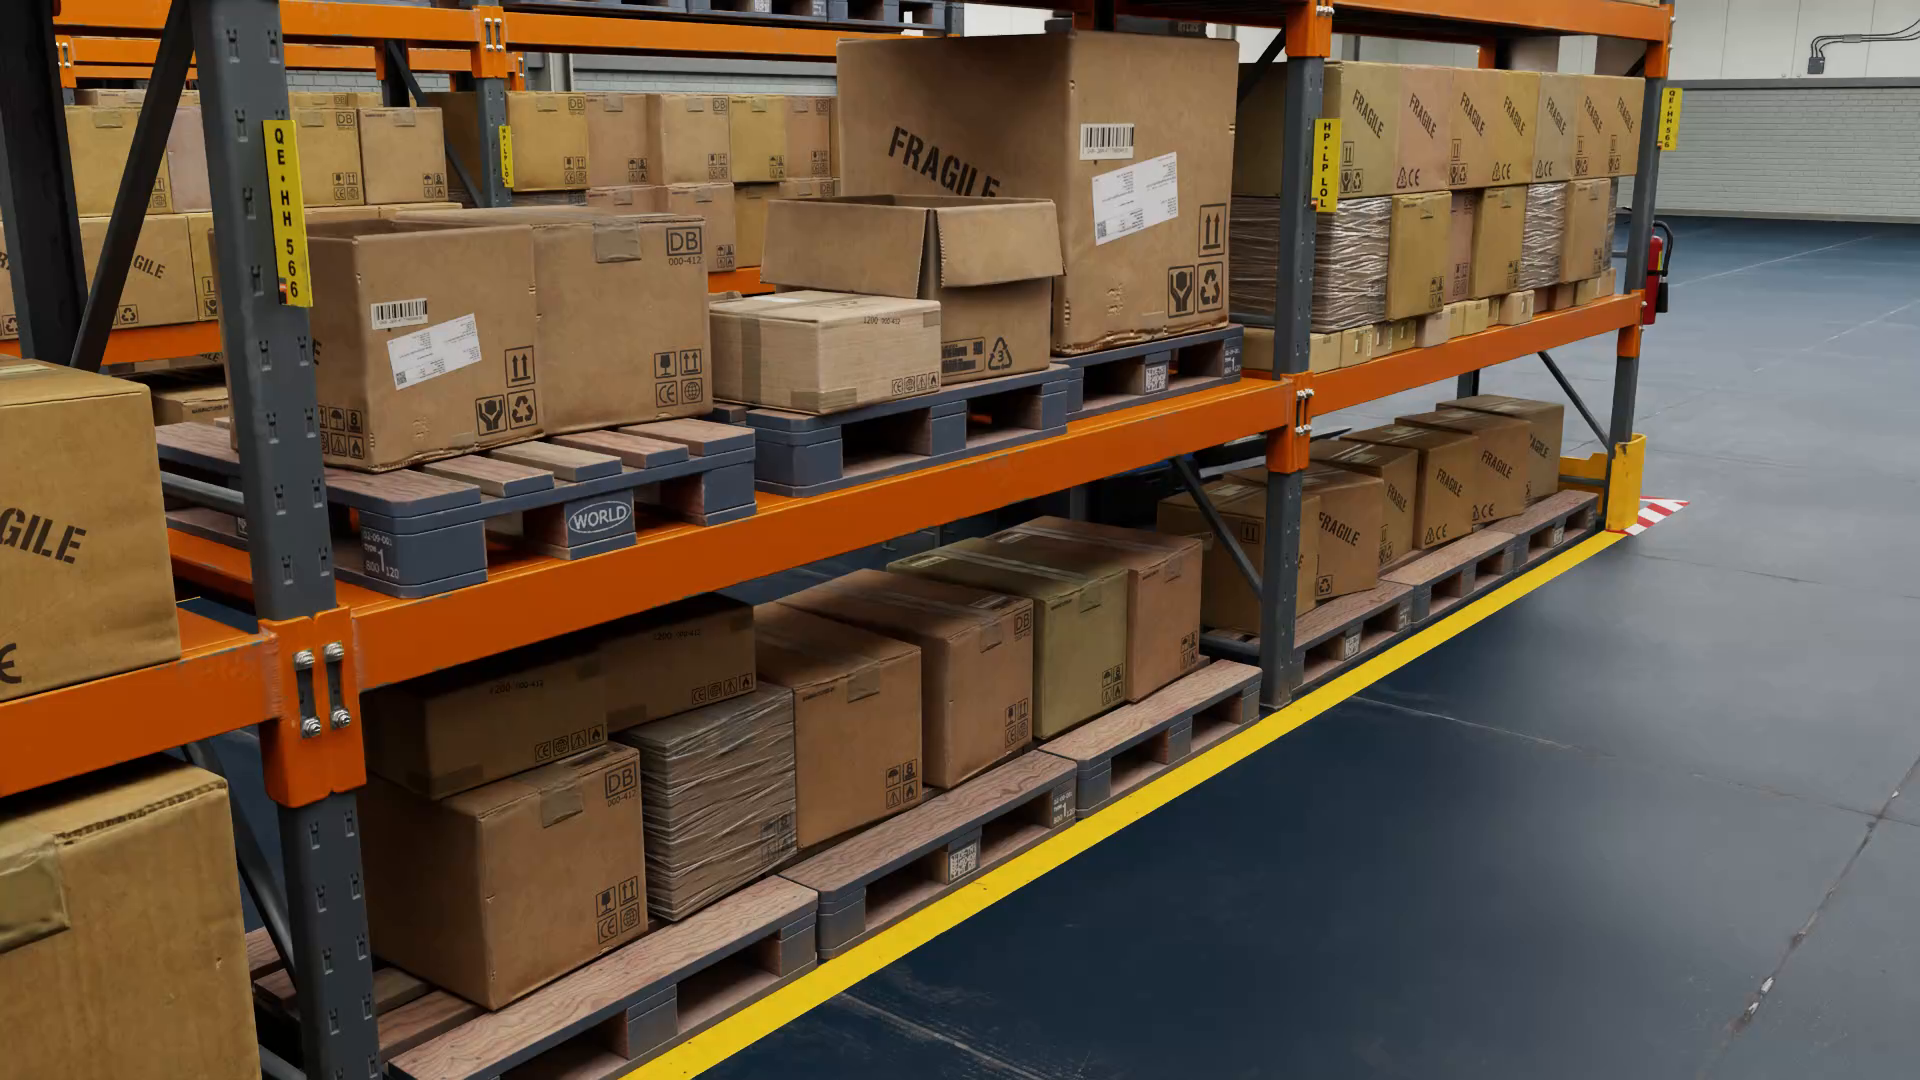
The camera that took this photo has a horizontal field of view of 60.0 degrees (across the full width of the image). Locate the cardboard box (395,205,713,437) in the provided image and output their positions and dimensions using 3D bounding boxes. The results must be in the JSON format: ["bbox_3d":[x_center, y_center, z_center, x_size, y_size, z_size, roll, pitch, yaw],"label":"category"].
[{"bbox_3d":[-1.050,-0.589,4.292,0.500,0.500,0.700,-13,19,-41],"label":"cardboard box"}]

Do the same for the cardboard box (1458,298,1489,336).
[{"bbox_3d":[2.184,-1.033,7.607,0.380,0.149,0.250,11,18,38],"label":"cardboard box"}]

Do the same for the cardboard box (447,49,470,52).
[{"bbox_3d":[-4.449,-4.338,14.525,0.380,0.149,0.250,11,18,38],"label":"cardboard box"}]

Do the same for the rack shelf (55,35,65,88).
[{"bbox_3d":[-8.083,-3.126,10.707,1.077,0.370,4.000,11,18,38],"label":"rack shelf"}]

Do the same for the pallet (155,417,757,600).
[{"bbox_3d":[-1.267,-0.165,4.069,1.213,0.211,1.003,11,18,38],"label":"pallet"}]

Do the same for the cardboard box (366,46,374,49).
[{"bbox_3d":[-4.974,-4.199,13.979,0.380,0.149,0.250,11,18,37],"label":"cardboard box"}]

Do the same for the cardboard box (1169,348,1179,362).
[{"bbox_3d":[0.789,-0.836,6.830,0.380,0.149,0.250,11,18,38],"label":"cardboard box"}]

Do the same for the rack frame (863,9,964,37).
[{"bbox_3d":[-0.398,-2.424,12.571,1.000,3.000,0.127,11,18,38],"label":"rack frame"}]

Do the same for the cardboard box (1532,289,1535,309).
[{"bbox_3d":[2.605,-1.187,8.212,0.380,0.149,0.250,11,18,38],"label":"cardboard box"}]

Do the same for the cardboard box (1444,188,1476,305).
[{"bbox_3d":[1.791,-1.342,7.505,0.875,0.500,0.500,11,18,38],"label":"cardboard box"}]

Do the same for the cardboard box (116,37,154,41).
[{"bbox_3d":[-6.229,-3.799,12.404,0.380,0.149,0.250,11,18,38],"label":"cardboard box"}]

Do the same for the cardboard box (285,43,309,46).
[{"bbox_3d":[-5.468,-4.054,13.406,0.380,0.149,0.250,11,18,38],"label":"cardboard box"}]

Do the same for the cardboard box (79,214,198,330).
[{"bbox_3d":[-3.984,-1.274,7.841,0.500,0.500,0.500,11,18,37],"label":"cardboard box"}]

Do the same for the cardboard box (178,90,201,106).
[{"bbox_3d":[-6.043,-3.227,12.894,0.700,0.500,0.500,11,18,38],"label":"cardboard box"}]

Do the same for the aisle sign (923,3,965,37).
[{"bbox_3d":[-0.120,-3.651,12.122,0.394,0.787,0.004,11,18,38],"label":"aisle sign"}]

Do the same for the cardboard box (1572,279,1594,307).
[{"bbox_3d":[3.103,-1.325,8.756,0.380,0.149,0.250,11,18,38],"label":"cardboard box"}]

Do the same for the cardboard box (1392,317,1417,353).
[{"bbox_3d":[1.704,-0.891,7.048,0.380,0.149,0.250,11,18,38],"label":"cardboard box"}]

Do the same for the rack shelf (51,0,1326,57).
[{"bbox_3d":[-0.375,-1.593,4.670,1.077,0.370,4.000,11,18,38],"label":"rack shelf"}]

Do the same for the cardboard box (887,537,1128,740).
[{"bbox_3d":[0.165,0.330,5.914,0.700,0.500,0.500,11,18,37],"label":"cardboard box"}]

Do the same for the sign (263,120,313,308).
[{"bbox_3d":[-1.198,-0.581,2.965,0.100,0.325,0.005,11,18,38],"label":"sign"}]

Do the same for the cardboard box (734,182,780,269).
[{"bbox_3d":[-1.675,-2.114,11.047,0.875,0.550,0.500,11,18,38],"label":"cardboard box"}]

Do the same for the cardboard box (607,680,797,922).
[{"bbox_3d":[-0.888,0.654,4.640,0.700,0.500,0.500,9,17,33],"label":"cardboard box"}]

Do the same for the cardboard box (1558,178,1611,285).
[{"bbox_3d":[2.808,-1.614,8.577,0.875,0.500,0.500,11,18,38],"label":"cardboard box"}]

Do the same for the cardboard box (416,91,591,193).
[{"bbox_3d":[-2.653,-2.319,9.662,0.875,0.550,0.550,11,18,38],"label":"cardboard box"}]

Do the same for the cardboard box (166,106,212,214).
[{"bbox_3d":[-3.859,-1.899,8.273,0.700,0.500,0.500,11,18,38],"label":"cardboard box"}]

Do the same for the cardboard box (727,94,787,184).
[{"bbox_3d":[-1.625,-2.627,10.875,0.875,0.550,0.500,11,18,38],"label":"cardboard box"}]

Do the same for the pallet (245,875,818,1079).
[{"bbox_3d":[-1.139,1.097,4.374,1.003,0.211,1.213,11,18,38],"label":"pallet"}]

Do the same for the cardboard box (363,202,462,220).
[{"bbox_3d":[-3.032,-1.565,8.987,0.500,0.500,0.500,11,18,37],"label":"cardboard box"}]

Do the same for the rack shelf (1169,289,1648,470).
[{"bbox_3d":[2.139,-0.905,8.055,1.077,0.370,4.000,11,18,38],"label":"rack shelf"}]

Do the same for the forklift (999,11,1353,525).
[{"bbox_3d":[1.330,-1.759,10.096,3.031,2.935,1.130,-14,20,-43],"label":"forklift"}]

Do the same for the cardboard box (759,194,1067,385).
[{"bbox_3d":[-0.135,-0.778,5.031,0.797,0.503,0.637,14,20,43],"label":"cardboard box"}]

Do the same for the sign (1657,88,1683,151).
[{"bbox_3d":[3.815,-2.261,8.939,0.100,0.325,0.005,11,18,38],"label":"sign"}]

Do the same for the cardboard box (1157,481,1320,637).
[{"bbox_3d":[1.165,0.067,6.992,0.500,0.500,0.500,11,18,36],"label":"cardboard box"}]

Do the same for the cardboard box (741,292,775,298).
[{"bbox_3d":[-1.324,-1.288,11.565,0.875,0.875,0.875,11,18,37],"label":"cardboard box"}]

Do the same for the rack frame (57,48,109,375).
[{"bbox_3d":[-6.826,-2.404,12.495,1.000,3.000,0.127,11,18,38],"label":"rack frame"}]

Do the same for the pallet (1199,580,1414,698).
[{"bbox_3d":[1.277,0.347,7.329,1.003,0.211,1.213,11,18,38],"label":"pallet"}]

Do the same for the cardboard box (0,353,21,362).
[{"bbox_3d":[-2.149,-0.102,3.230,0.500,0.500,0.500,12,19,39],"label":"cardboard box"}]

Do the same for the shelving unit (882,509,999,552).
[{"bbox_3d":[-0.104,-0.986,8.740,0.431,2.100,0.503,11,18,38],"label":"shelving unit"}]

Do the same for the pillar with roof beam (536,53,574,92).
[{"bbox_3d":[-2.194,-7.334,19.718,9.100,9.000,0.400,11,18,38],"label":"pillar with roof beam"}]

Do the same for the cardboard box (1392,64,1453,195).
[{"bbox_3d":[1.676,-1.691,6.849,0.500,0.500,0.500,11,18,38],"label":"cardboard box"}]

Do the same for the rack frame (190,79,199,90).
[{"bbox_3d":[-8.175,-3.938,18.531,1.000,3.000,0.127,11,18,38],"label":"rack frame"}]

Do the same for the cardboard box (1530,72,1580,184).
[{"bbox_3d":[2.617,-1.978,7.981,0.500,0.500,0.500,11,18,38],"label":"cardboard box"}]

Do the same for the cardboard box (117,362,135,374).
[{"bbox_3d":[-6.245,-1.346,13.062,0.500,0.250,0.500,10,17,35],"label":"cardboard box"}]

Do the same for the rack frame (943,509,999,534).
[{"bbox_3d":[0.049,-1.033,8.924,0.400,2.100,0.015,11,18,38],"label":"rack frame"}]

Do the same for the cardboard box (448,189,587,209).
[{"bbox_3d":[-2.690,-1.803,9.823,0.875,0.550,0.550,11,18,38],"label":"cardboard box"}]

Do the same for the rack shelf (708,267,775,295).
[{"bbox_3d":[-1.655,-1.692,11.152,1.077,0.370,4.000,11,18,38],"label":"rack shelf"}]

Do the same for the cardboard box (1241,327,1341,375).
[{"bbox_3d":[1.251,-0.744,6.468,0.380,0.149,0.250,11,18,38],"label":"cardboard box"}]

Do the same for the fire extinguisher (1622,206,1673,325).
[{"bbox_3d":[3.827,-1.550,9.289,0.296,0.674,0.183,11,18,38],"label":"fire extinguisher"}]

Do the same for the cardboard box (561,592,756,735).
[{"bbox_3d":[-0.908,0.294,4.534,0.500,0.250,0.500,-14,20,-43],"label":"cardboard box"}]

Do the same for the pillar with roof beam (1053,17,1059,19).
[{"bbox_3d":[5.348,-9.632,28.764,9.100,9.000,0.400,11,18,38],"label":"pillar with roof beam"}]

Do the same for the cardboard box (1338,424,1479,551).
[{"bbox_3d":[2.234,-0.275,8.337,0.500,0.500,0.500,14,20,43],"label":"cardboard box"}]

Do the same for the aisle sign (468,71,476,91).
[{"bbox_3d":[-4.514,-4.490,15.426,0.394,0.787,0.004,11,18,38],"label":"aisle sign"}]

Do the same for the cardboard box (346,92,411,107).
[{"bbox_3d":[-5.027,-3.507,13.996,0.700,0.500,0.500,11,18,37],"label":"cardboard box"}]

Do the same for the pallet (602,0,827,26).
[{"bbox_3d":[-1.623,-3.456,10.724,1.003,0.211,1.213,11,18,38],"label":"pallet"}]
